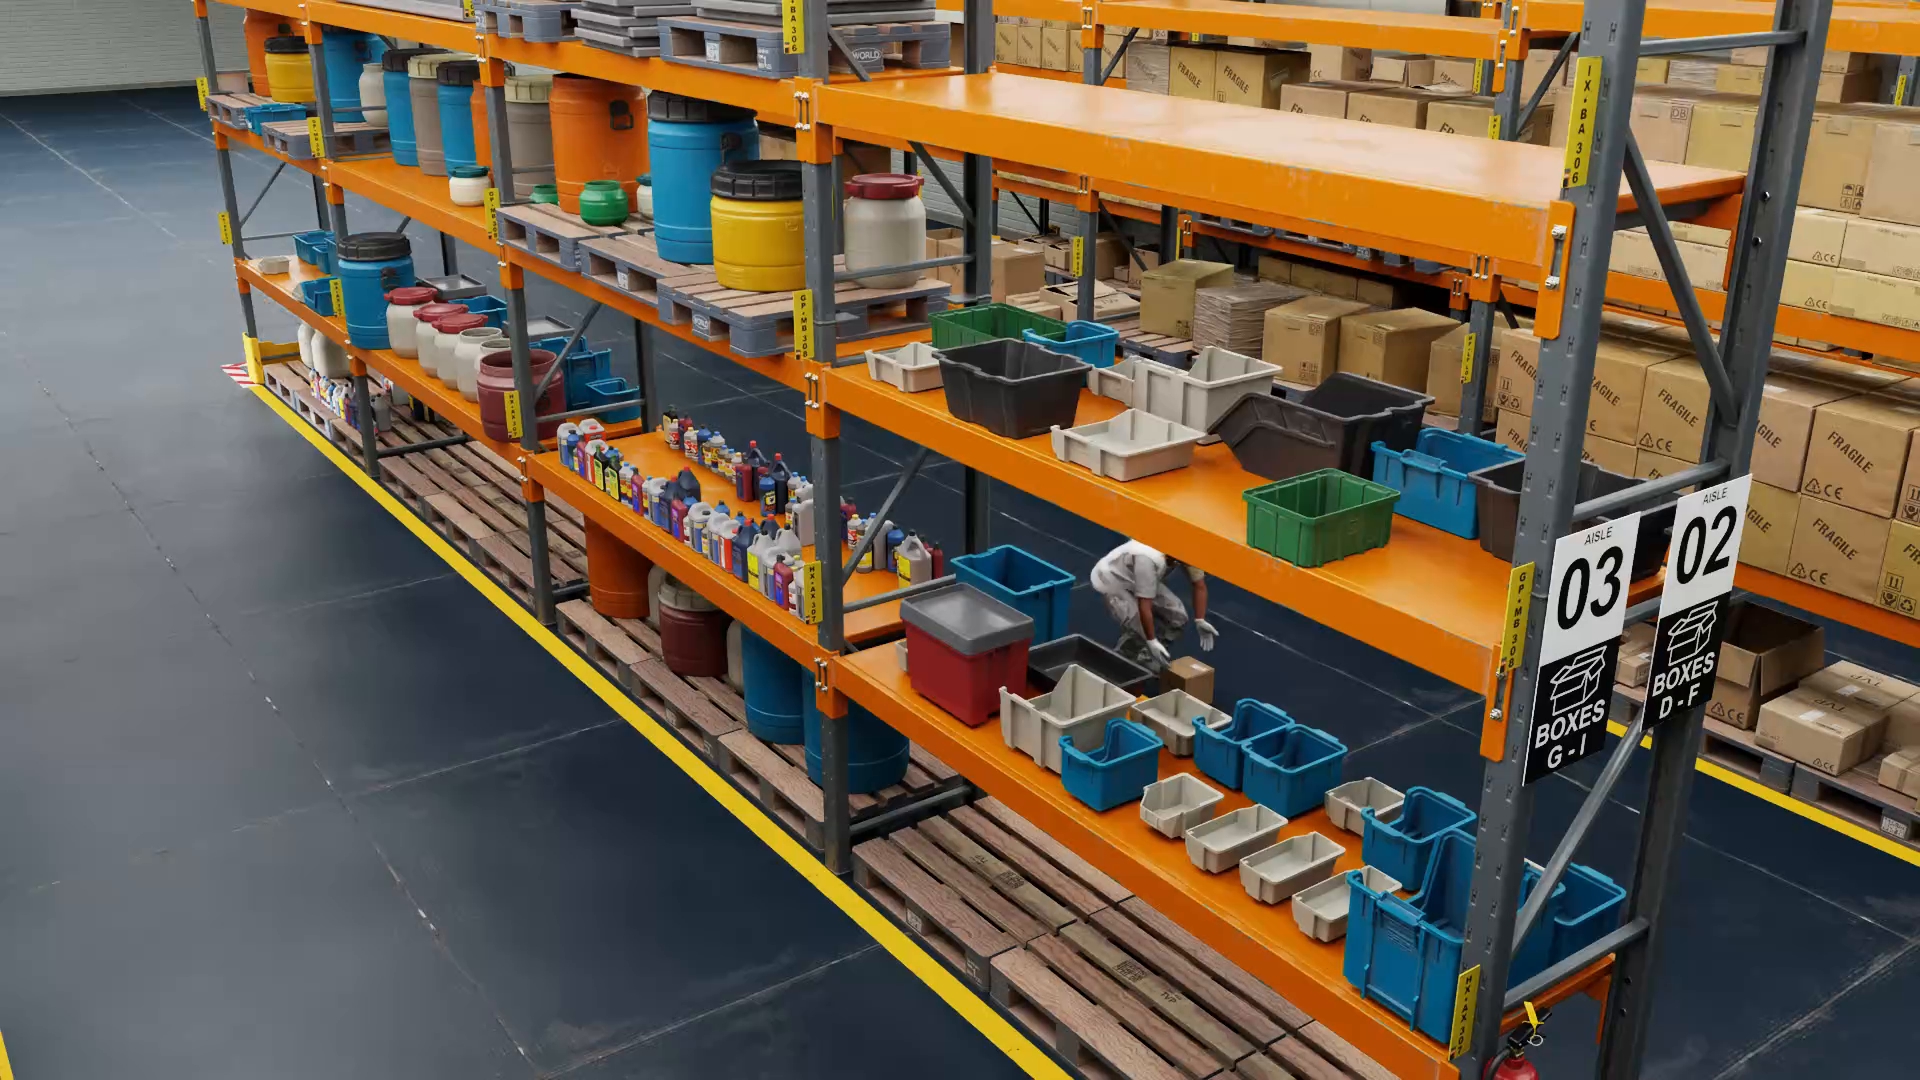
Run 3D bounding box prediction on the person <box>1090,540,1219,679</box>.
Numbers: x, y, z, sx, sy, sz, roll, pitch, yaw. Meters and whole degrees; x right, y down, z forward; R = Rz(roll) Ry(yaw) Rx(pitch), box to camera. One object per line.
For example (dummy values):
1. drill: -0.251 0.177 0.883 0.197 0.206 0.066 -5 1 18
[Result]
1. person: 1.274 0.381 10.927 0.596 1.168 0.859 -15 26 -33
